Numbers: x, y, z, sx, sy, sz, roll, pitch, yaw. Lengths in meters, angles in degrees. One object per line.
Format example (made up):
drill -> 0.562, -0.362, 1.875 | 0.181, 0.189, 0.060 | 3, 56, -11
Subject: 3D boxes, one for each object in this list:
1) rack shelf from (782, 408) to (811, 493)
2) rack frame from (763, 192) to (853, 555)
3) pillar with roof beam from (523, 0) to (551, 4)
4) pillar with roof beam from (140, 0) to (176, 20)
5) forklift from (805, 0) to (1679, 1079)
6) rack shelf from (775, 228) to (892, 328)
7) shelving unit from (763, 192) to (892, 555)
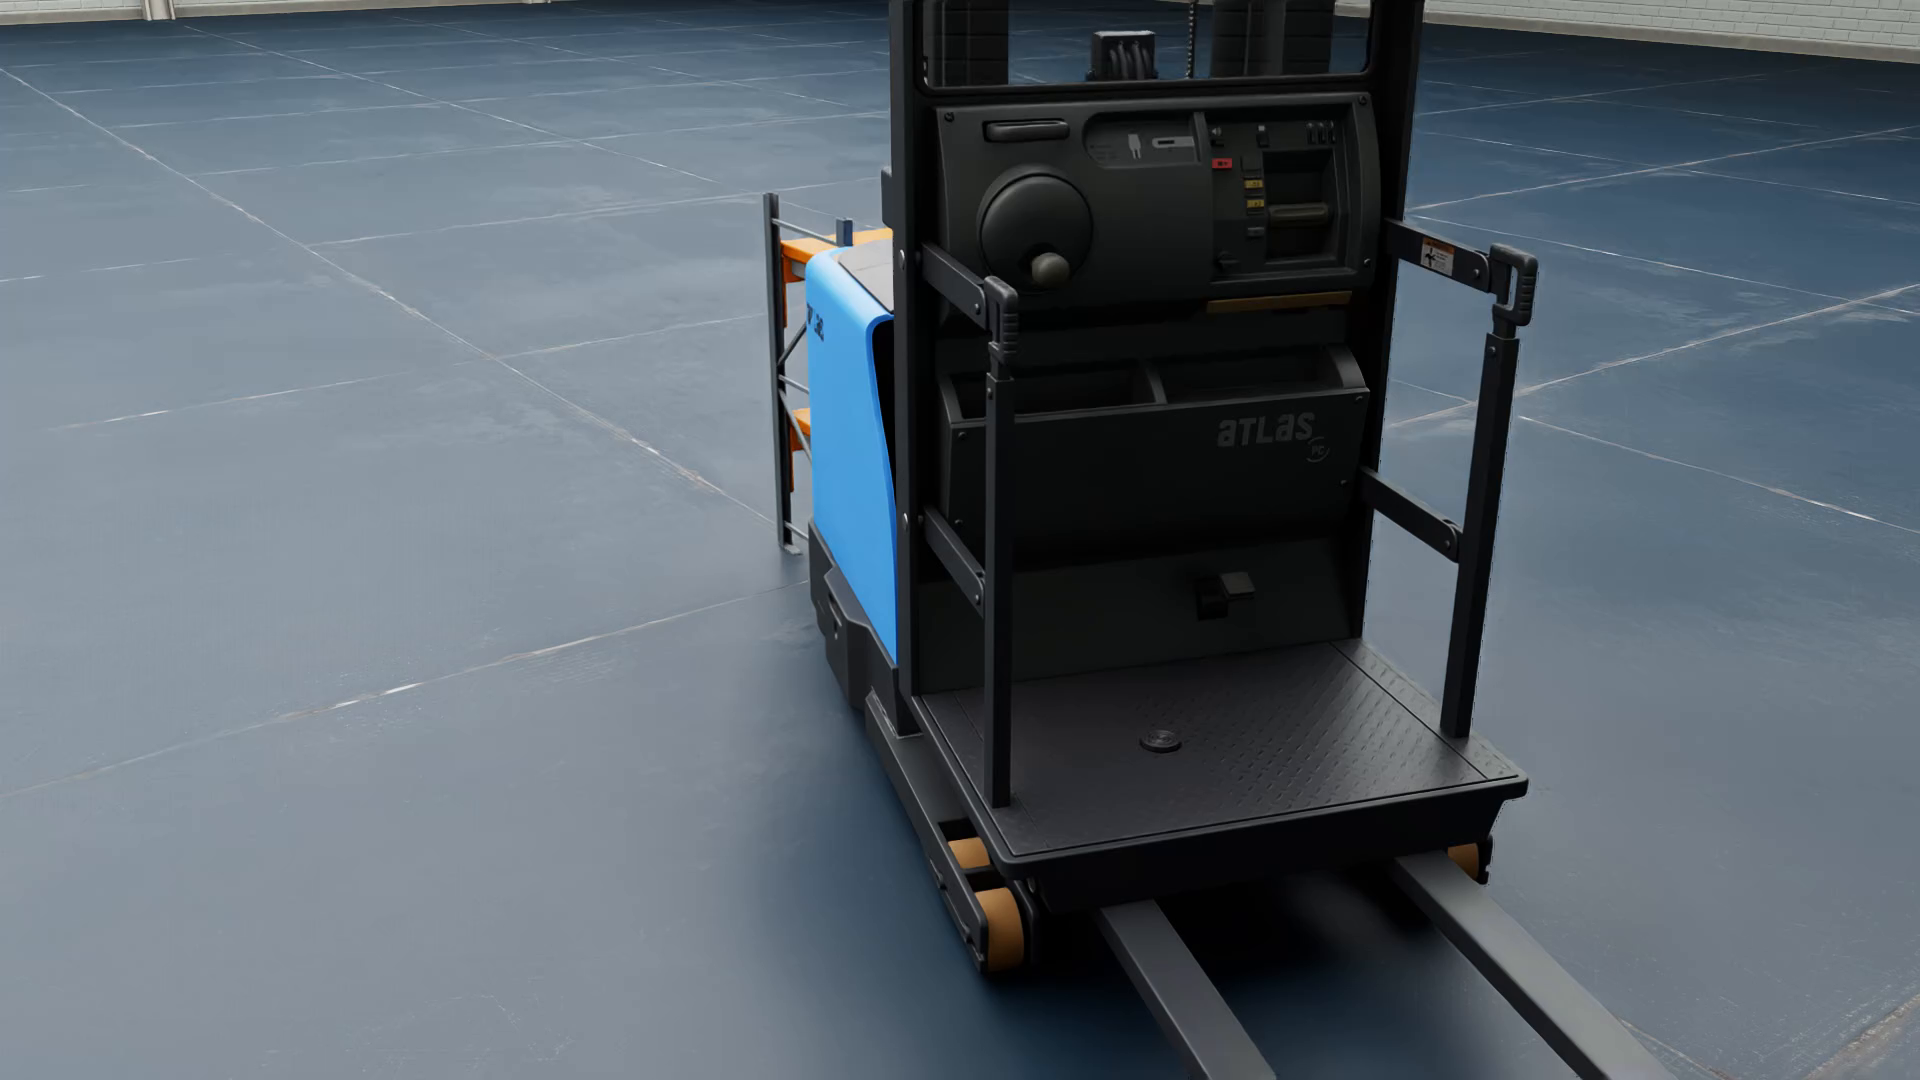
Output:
rack shelf -> -0.012, -0.308, 5.310 | 1.000, 0.278, 0.538 | -13, 25, -30
rack frame -> -0.441, -0.434, 4.967 | 0.032, 1.125, 0.500 | -13, 25, -30
pillar with roof beam -> -4.715, -12.059, 23.474 | 0.400, 9.000, 9.100 | -15, 26, -33
pillar with roof beam -> -9.585, -10.760, 20.219 | 0.400, 9.000, 9.100 | -15, 26, -33
forklift -> 0.470, -0.674, 3.130 | 1.130, 2.935, 3.031 | -6, 23, -15
rack shelf -> -0.012, -0.807, 5.111 | 1.000, 0.278, 0.538 | -13, 25, -30
shelving unit -> -0.012, -0.535, 5.220 | 1.048, 1.125, 0.538 | -13, 25, -30
